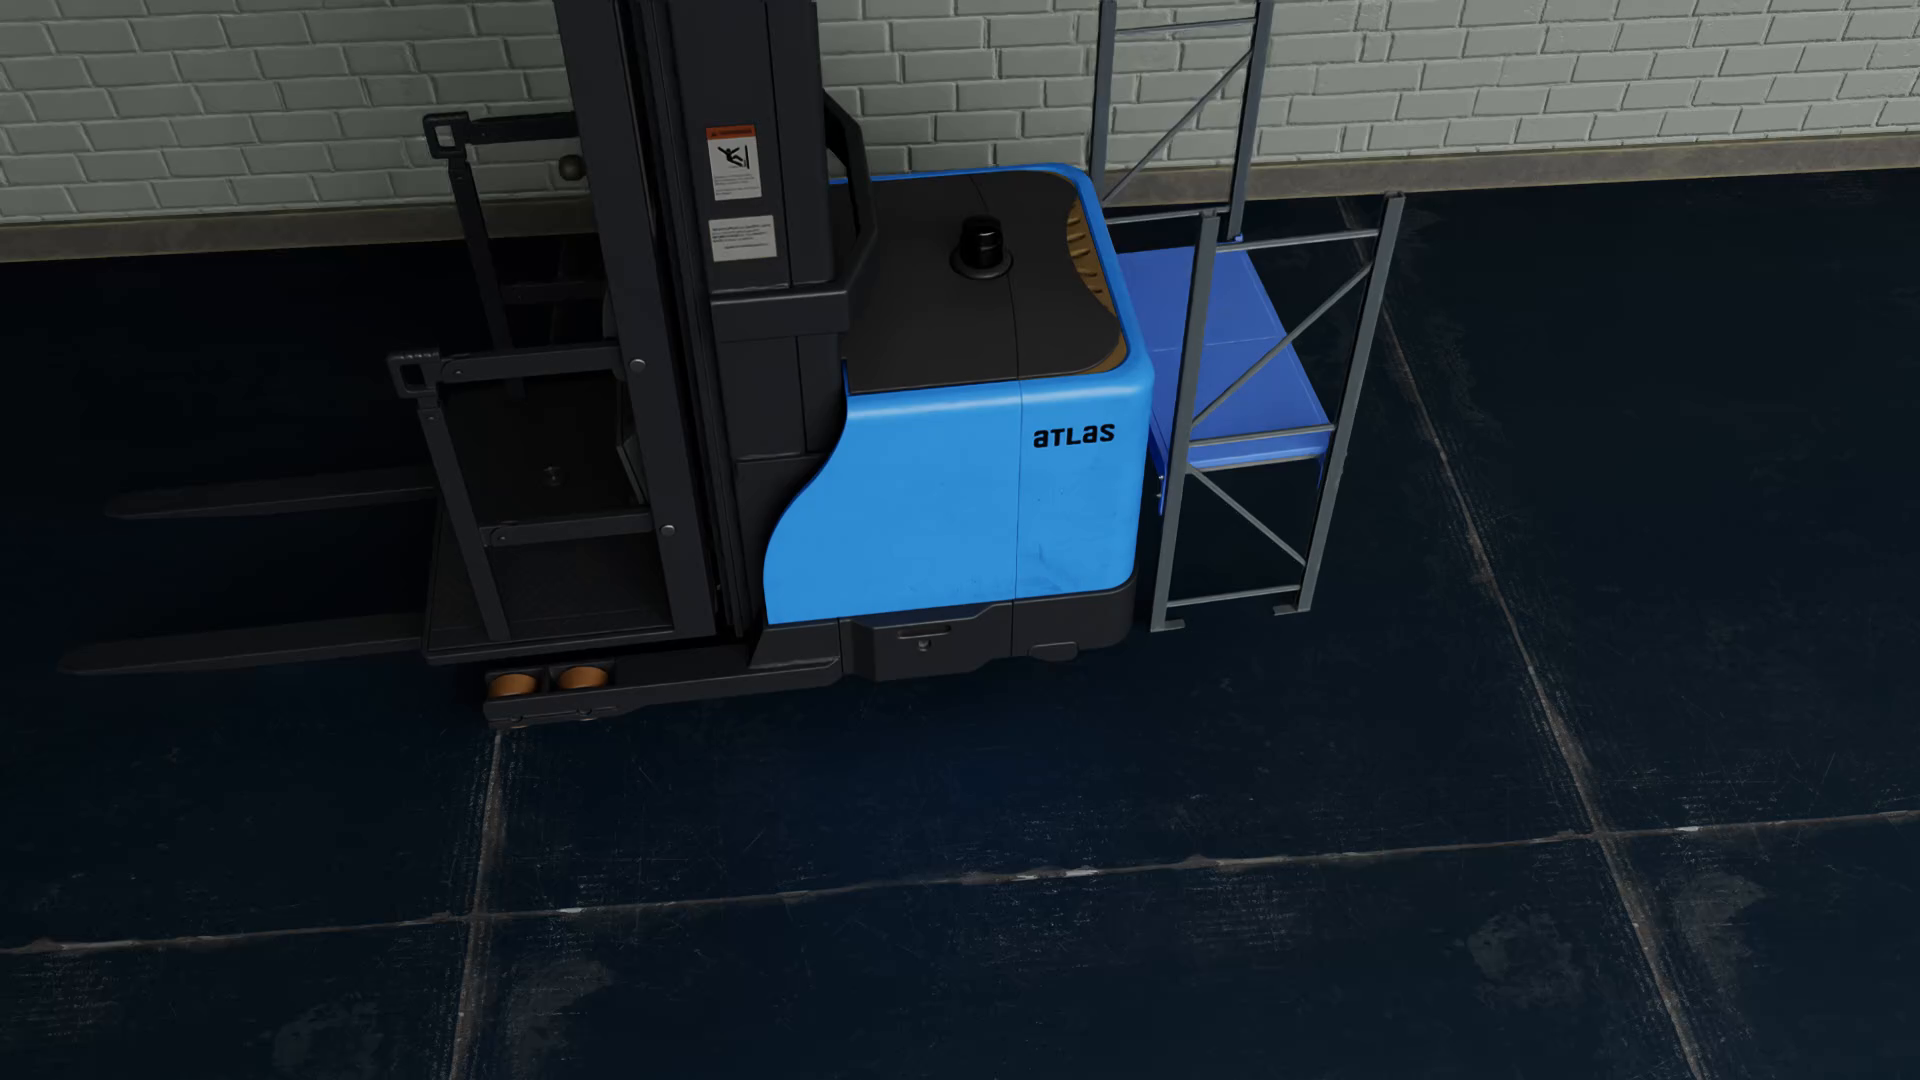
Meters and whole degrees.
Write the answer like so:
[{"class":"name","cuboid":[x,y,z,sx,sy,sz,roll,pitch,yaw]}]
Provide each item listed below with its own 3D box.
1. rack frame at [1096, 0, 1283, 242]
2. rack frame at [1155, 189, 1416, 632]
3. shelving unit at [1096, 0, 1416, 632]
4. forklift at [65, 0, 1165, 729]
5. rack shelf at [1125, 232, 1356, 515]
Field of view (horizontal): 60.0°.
[{"class":"rack frame","cuboid":[0.661,-1.009,5.173,0.500,1.500,0.032,-7,47,-7]},{"class":"rack frame","cuboid":[0.837,-0.282,4.484,0.500,1.500,0.032,-7,47,-7]},{"class":"shelving unit","cuboid":[0.749,-0.646,4.828,0.538,1.500,1.048,-7,47,-7]},{"class":"forklift","cuboid":[-1.024,-0.885,4.069,3.031,2.935,1.130,-6,47,-5]},{"class":"rack shelf","cuboid":[0.749,-0.522,4.959,0.538,0.185,1.000,-7,47,-7]}]
